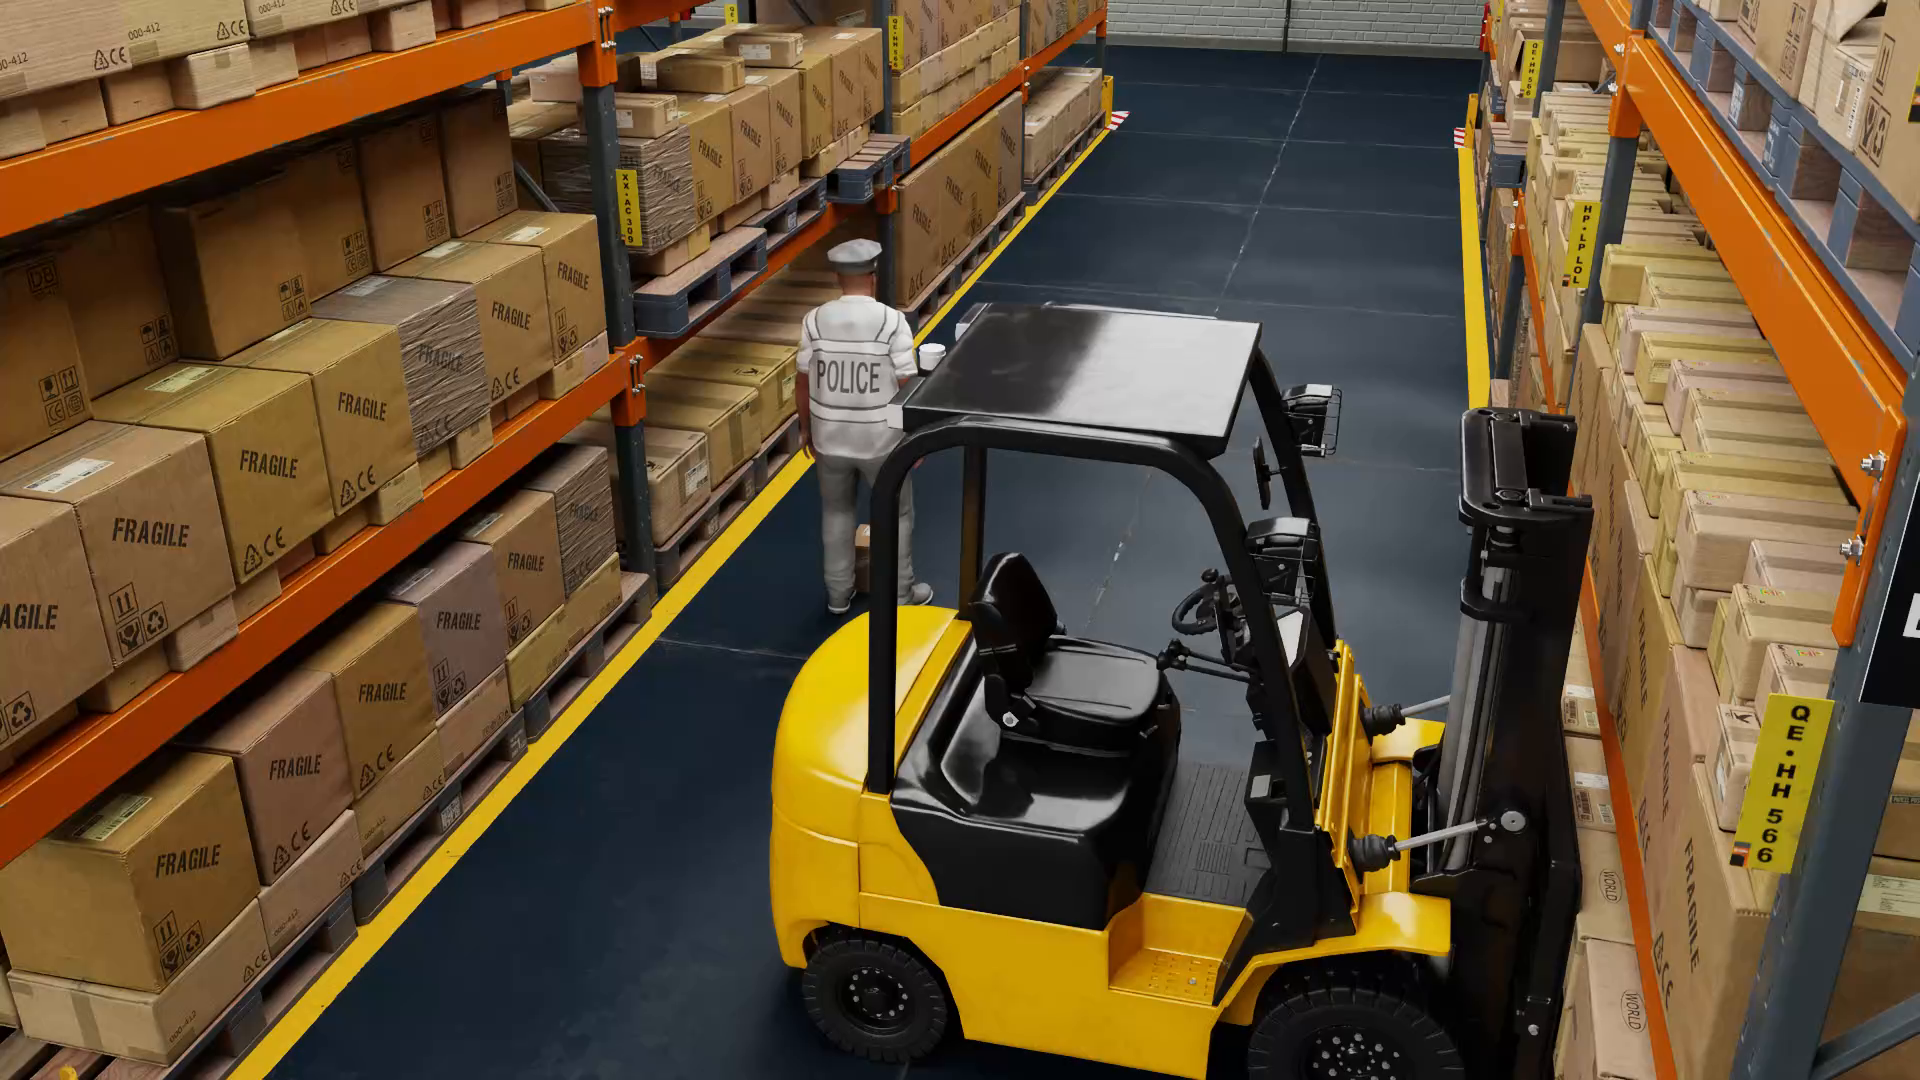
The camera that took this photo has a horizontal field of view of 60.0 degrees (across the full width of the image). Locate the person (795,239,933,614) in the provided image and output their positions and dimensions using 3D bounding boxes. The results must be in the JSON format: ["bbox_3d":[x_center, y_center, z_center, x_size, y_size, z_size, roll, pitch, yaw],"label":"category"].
[{"bbox_3d":[-0.453,-0.470,7.599,0.594,1.748,0.434,5,26,11],"label":"person"}]
